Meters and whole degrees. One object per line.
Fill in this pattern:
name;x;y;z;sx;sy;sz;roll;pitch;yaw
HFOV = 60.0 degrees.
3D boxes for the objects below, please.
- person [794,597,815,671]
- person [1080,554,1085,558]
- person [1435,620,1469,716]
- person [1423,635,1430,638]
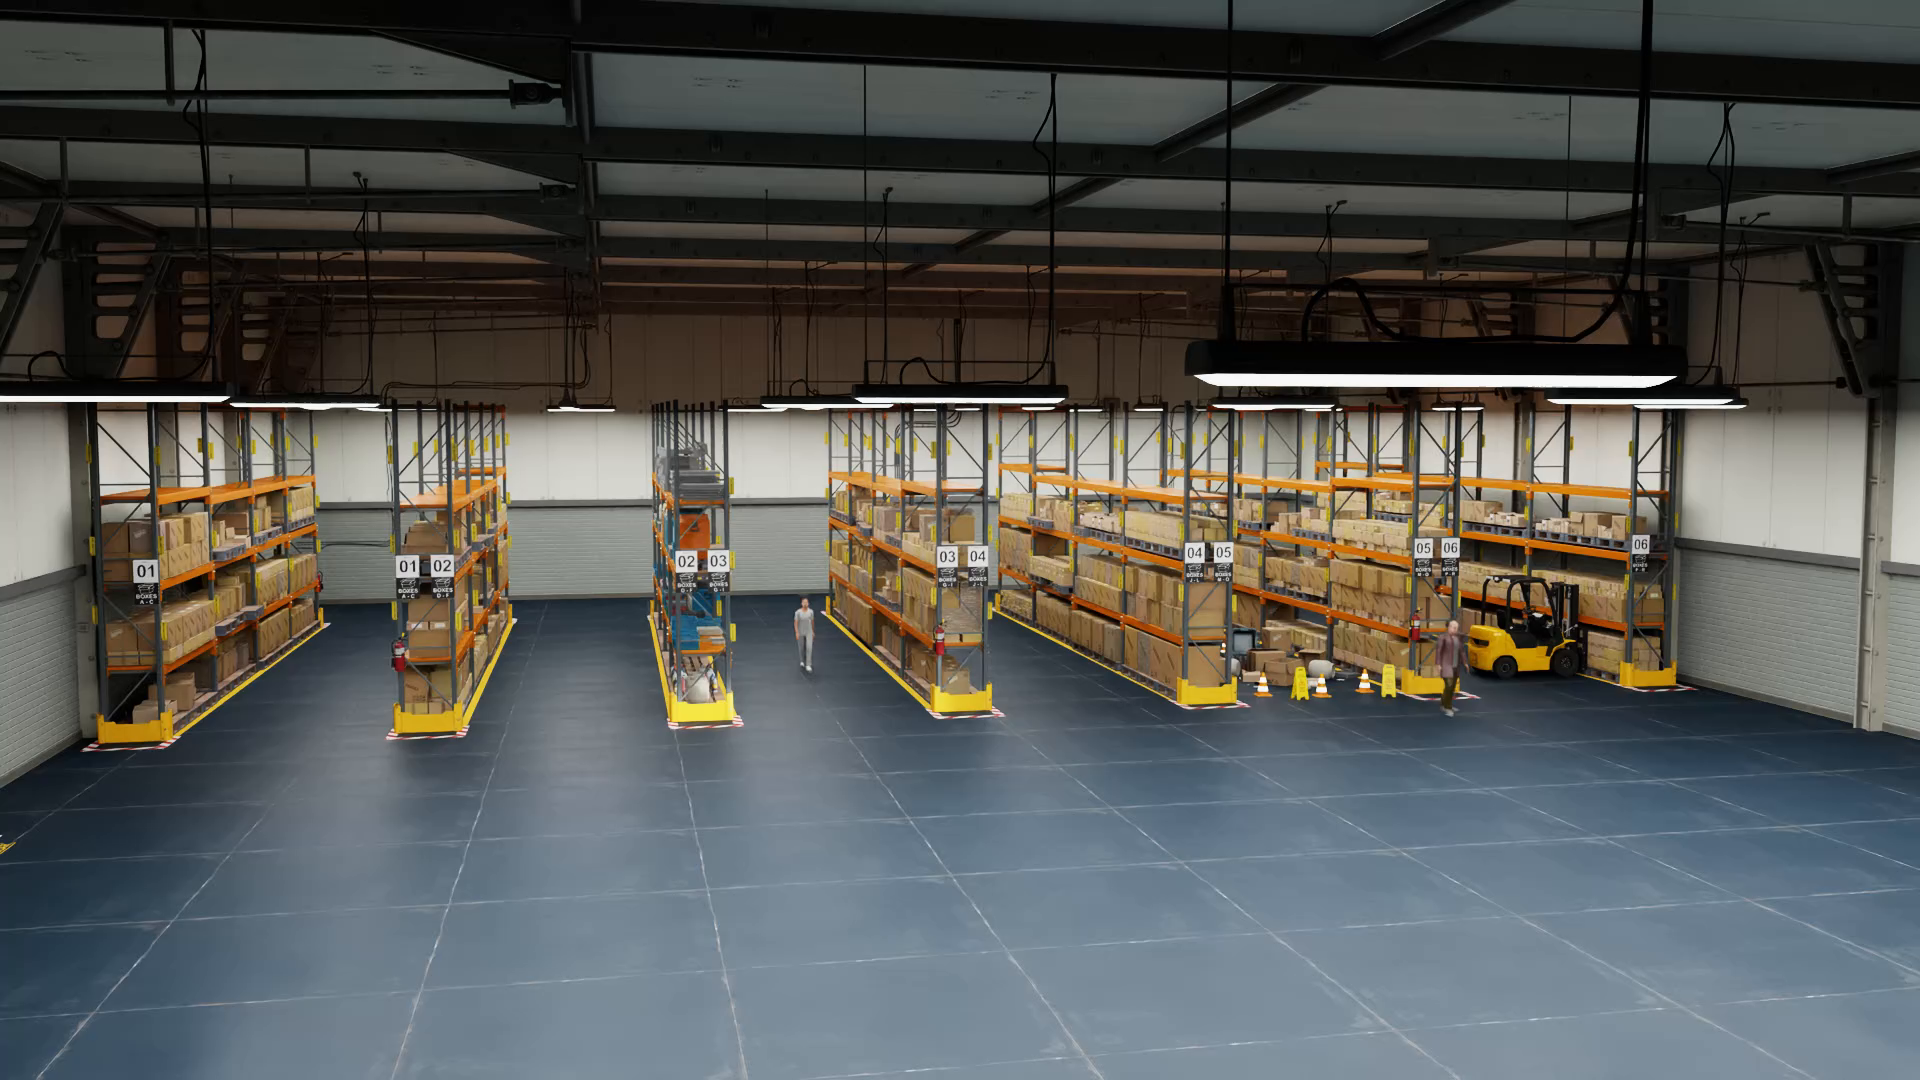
person;-3.489;2.089;37.231;0.446;1.606;1.072;0;4;-3
person;3.681;1.185;49.860;1.026;1.523;0.369;-1;4;-7
person;9.396;2.458;31.836;0.646;1.855;0.556;-2;5;-28
person;11.170;1.867;40.193;0.505;1.702;0.383;-4;6;-40
